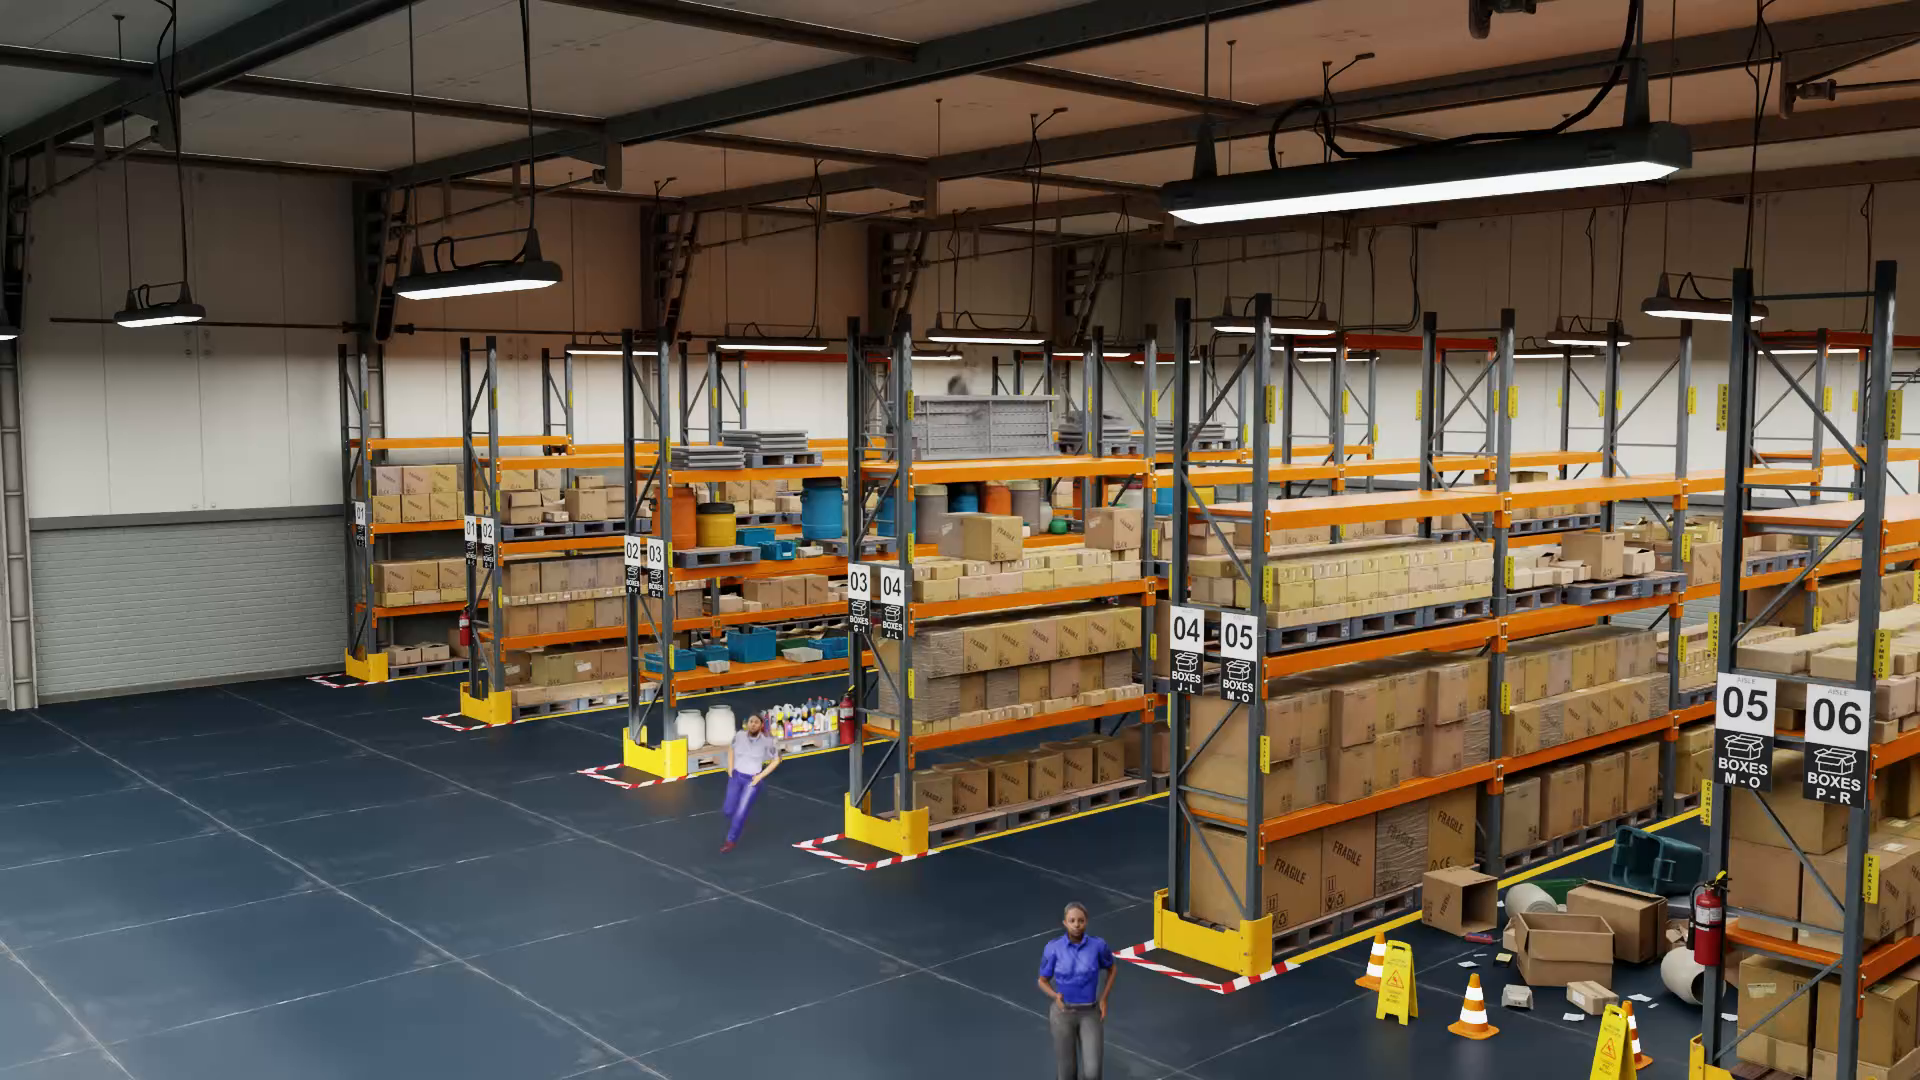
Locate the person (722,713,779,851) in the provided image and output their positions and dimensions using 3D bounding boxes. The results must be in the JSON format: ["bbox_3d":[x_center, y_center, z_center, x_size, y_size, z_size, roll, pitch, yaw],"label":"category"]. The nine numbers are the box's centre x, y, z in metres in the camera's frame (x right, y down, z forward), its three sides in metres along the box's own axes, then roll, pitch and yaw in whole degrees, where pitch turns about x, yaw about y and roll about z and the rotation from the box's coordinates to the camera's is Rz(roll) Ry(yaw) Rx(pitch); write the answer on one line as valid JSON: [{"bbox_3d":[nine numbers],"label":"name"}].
[{"bbox_3d":[-2.364,2.715,18.873,0.681,1.558,0.614,1,5,15],"label":"person"}]

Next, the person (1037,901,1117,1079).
[{"bbox_3d":[0.818,3.322,11.485,0.564,1.614,0.558,0,5,1],"label":"person"}]
